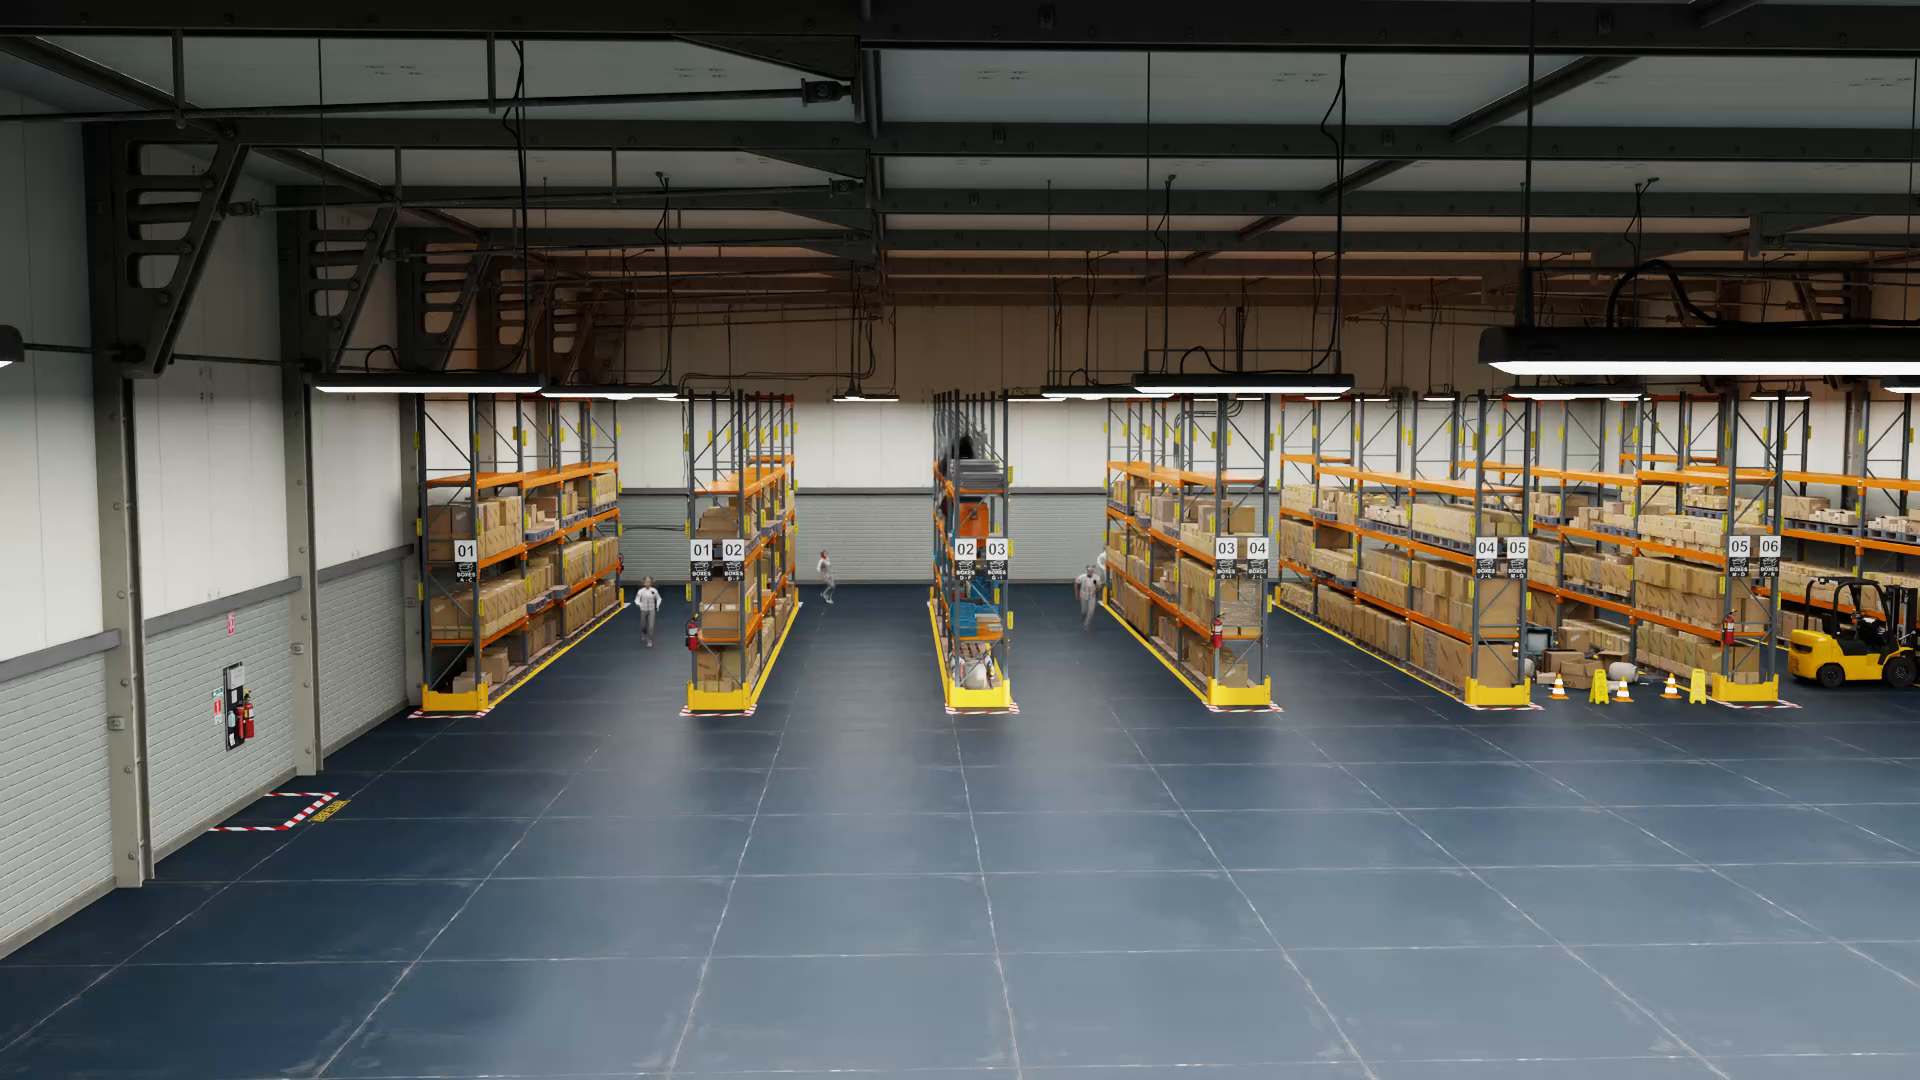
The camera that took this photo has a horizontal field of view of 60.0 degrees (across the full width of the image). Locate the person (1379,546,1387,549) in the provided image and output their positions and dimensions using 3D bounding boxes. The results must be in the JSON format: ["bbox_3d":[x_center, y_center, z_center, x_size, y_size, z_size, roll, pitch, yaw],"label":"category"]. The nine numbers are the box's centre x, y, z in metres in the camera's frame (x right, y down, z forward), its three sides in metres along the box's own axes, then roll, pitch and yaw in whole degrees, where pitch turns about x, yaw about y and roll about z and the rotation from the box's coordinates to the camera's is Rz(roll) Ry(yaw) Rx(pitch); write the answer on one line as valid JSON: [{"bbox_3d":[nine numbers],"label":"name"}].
[{"bbox_3d":[11.767,1.084,46.087,0.647,1.847,0.797,0,5,-3],"label":"person"}]

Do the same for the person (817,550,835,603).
[{"bbox_3d":[-3.817,1.066,47.854,0.462,1.544,0.582,3,6,35],"label":"person"}]

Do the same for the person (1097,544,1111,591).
[{"bbox_3d":[4.213,0.913,49.212,0.903,1.680,0.624,3,5,29],"label":"person"}]

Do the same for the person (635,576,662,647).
[{"bbox_3d":[-7.385,1.678,39.440,0.625,1.654,0.723,-1,5,-11],"label":"person"}]

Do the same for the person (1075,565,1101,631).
[{"bbox_3d":[3.247,1.458,42.171,0.655,1.704,0.761,-1,5,-9],"label":"person"}]
